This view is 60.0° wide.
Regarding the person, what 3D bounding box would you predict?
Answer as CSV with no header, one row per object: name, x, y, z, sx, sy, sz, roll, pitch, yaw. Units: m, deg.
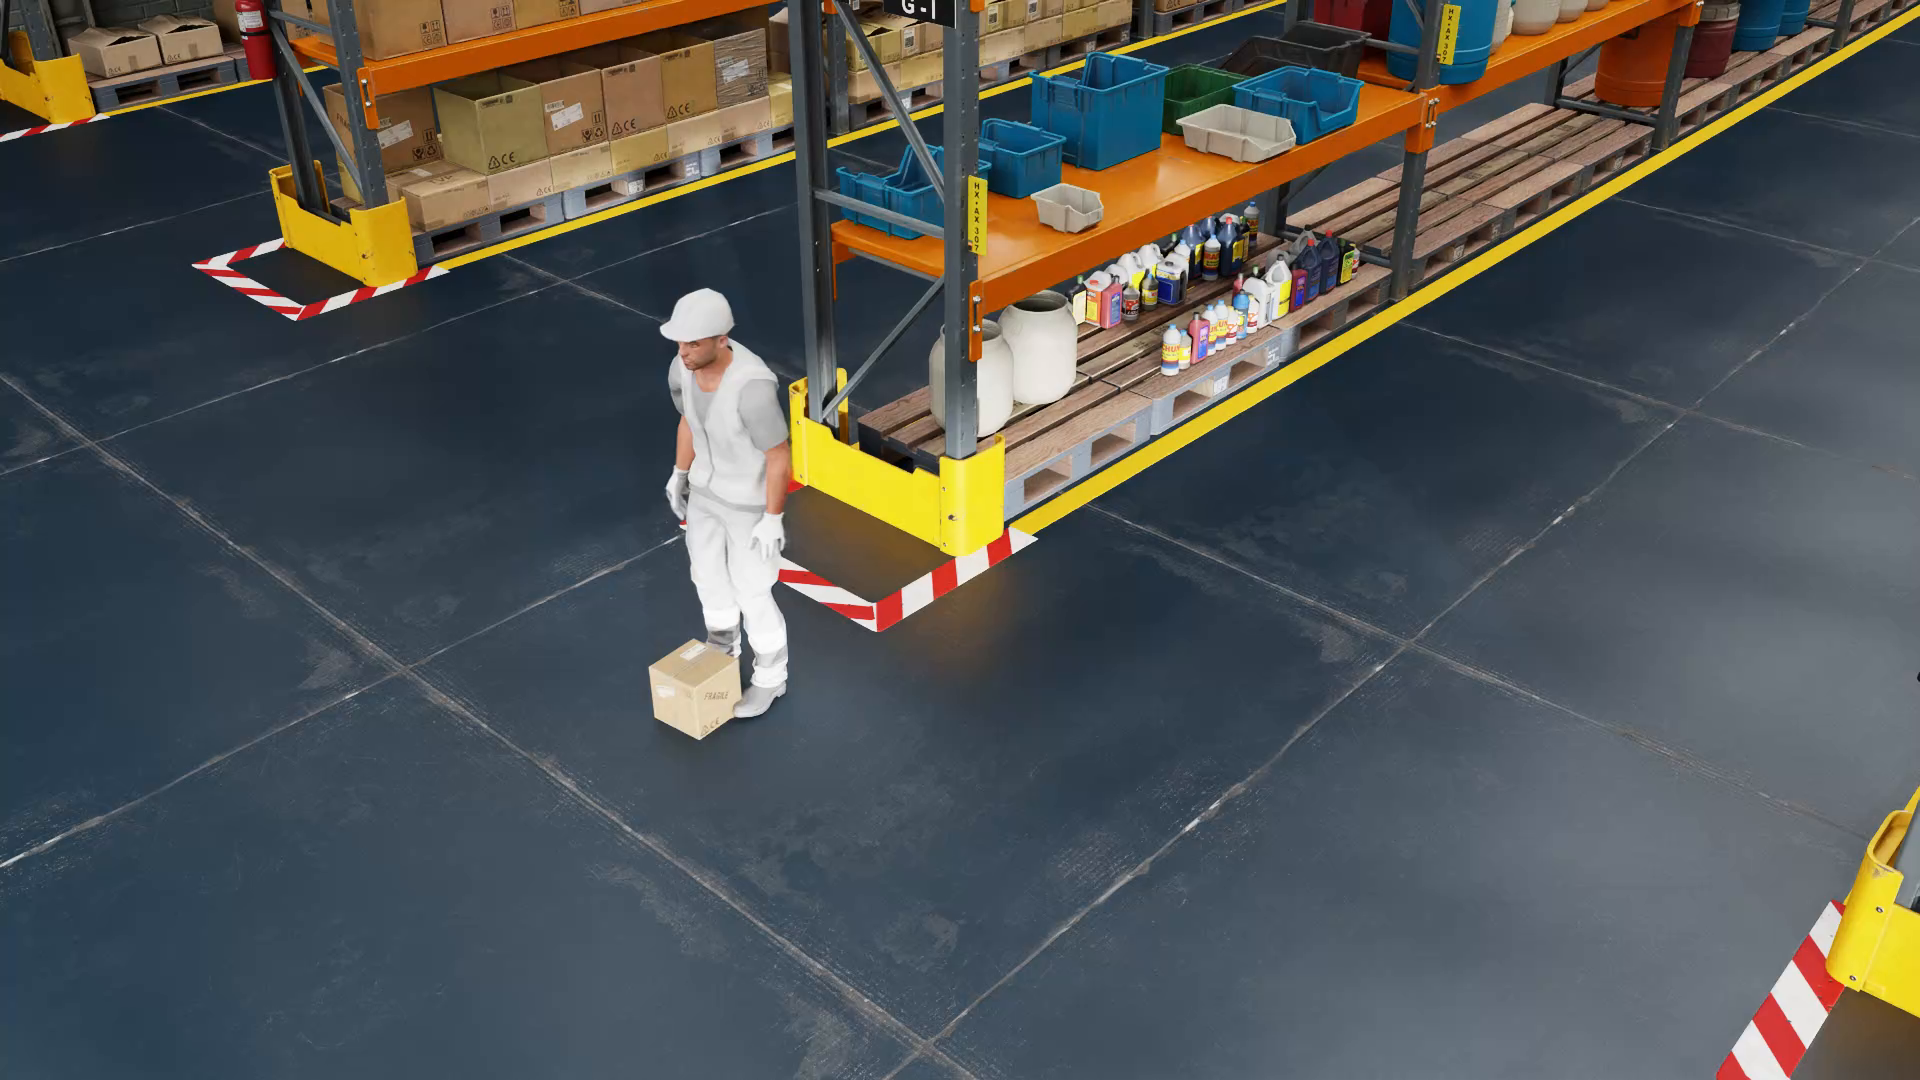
person,-0.893,-0.145,6.361,0.611,1.779,0.455,25,39,35
